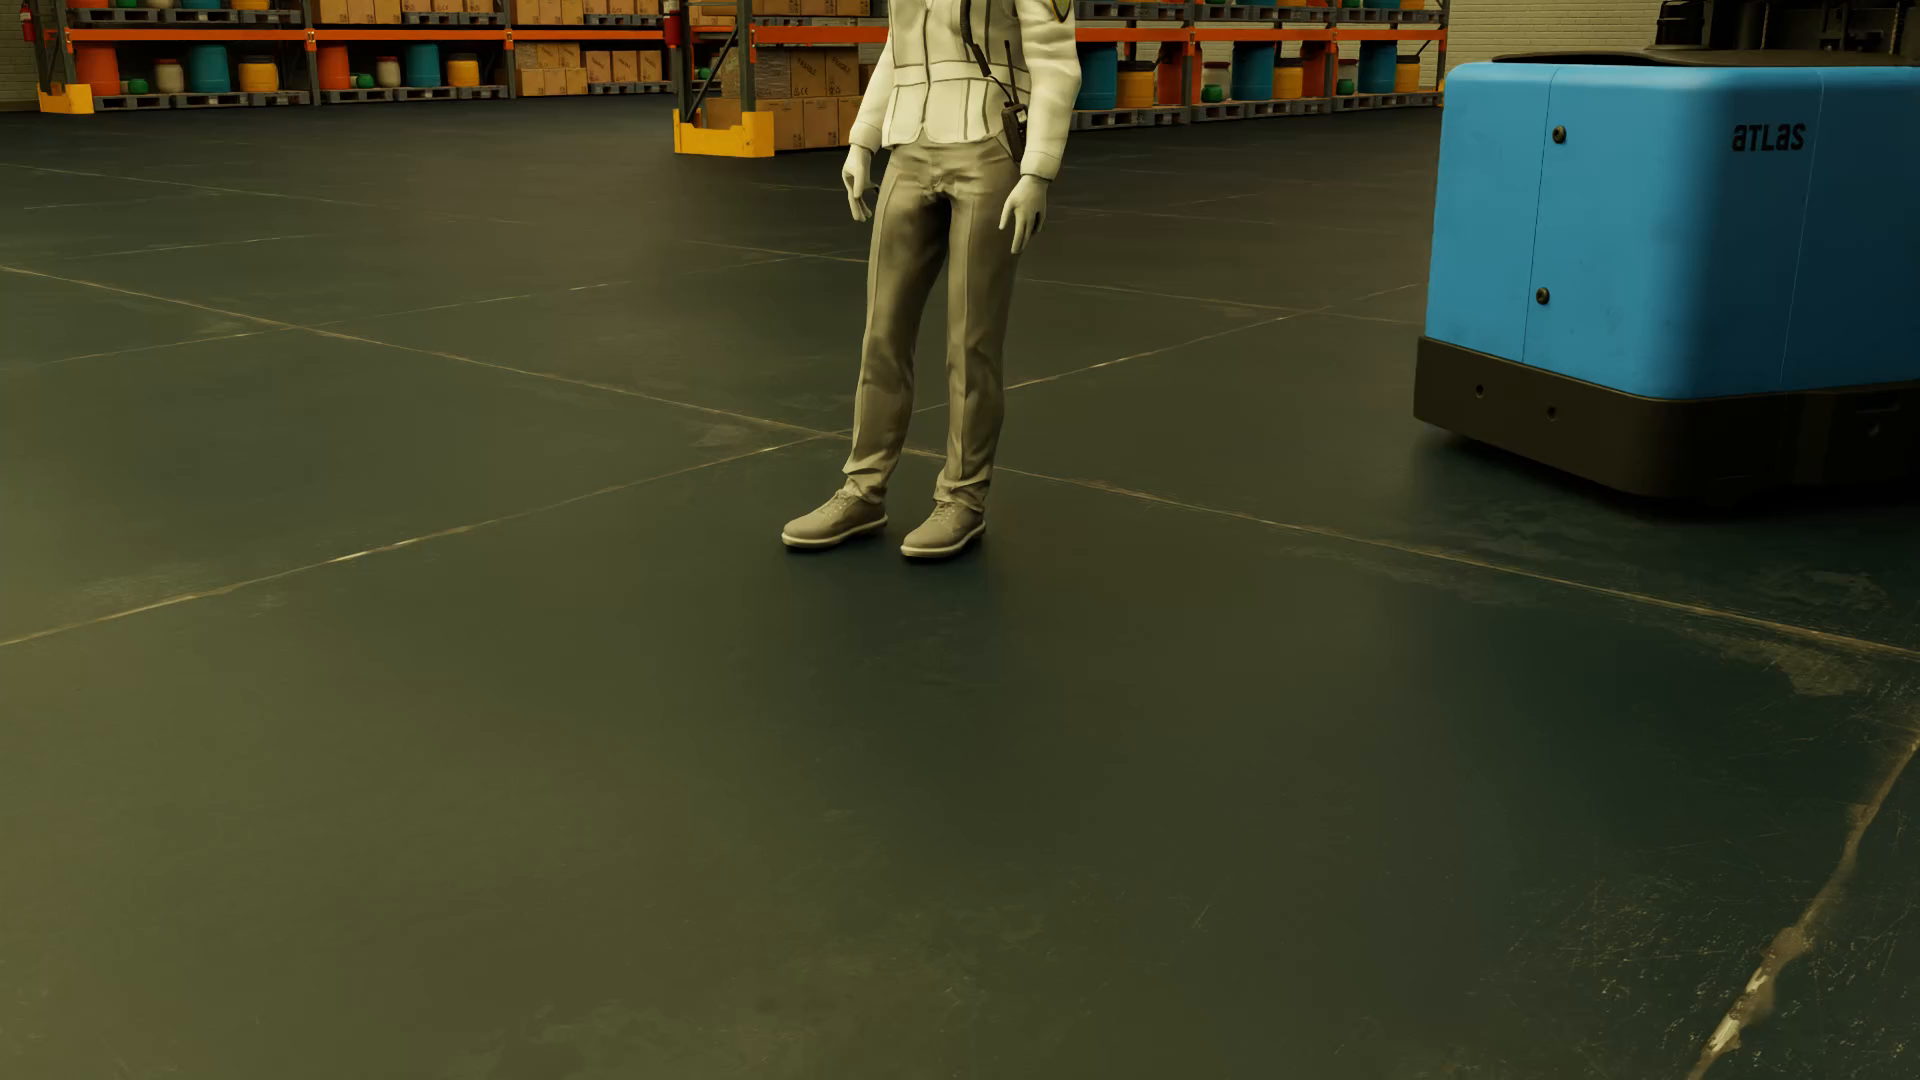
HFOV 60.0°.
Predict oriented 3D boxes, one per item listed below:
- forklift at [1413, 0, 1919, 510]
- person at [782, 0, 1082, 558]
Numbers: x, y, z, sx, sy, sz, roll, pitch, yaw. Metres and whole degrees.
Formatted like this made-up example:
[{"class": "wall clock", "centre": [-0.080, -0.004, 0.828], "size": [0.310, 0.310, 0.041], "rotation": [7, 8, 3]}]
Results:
[{"class": "forklift", "centre": [2.905, -1.718, 4.554], "size": [3.031, 2.935, 1.130], "rotation": [-6, 18, -19]}, {"class": "person", "centre": [-0.049, -0.803, 3.647], "size": [0.587, 1.694, 0.529], "rotation": [13, 21, 37]}]
